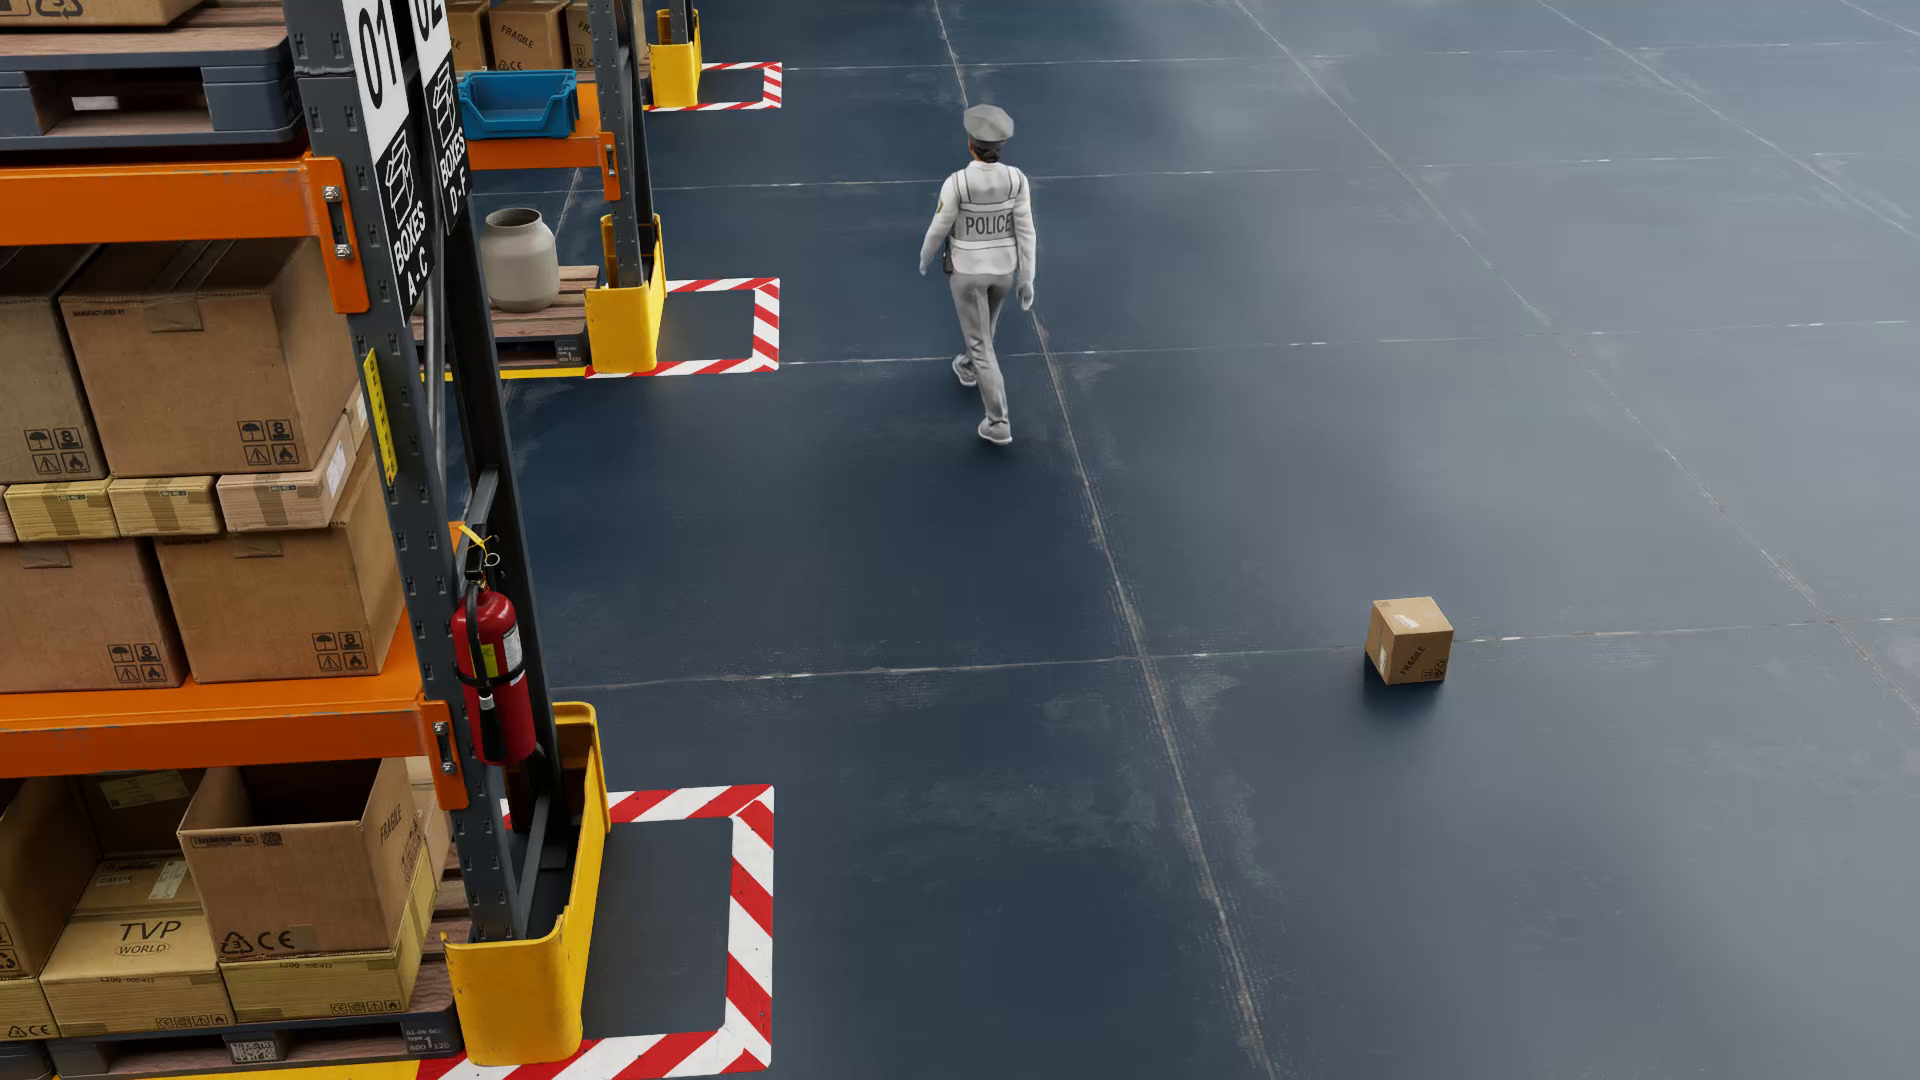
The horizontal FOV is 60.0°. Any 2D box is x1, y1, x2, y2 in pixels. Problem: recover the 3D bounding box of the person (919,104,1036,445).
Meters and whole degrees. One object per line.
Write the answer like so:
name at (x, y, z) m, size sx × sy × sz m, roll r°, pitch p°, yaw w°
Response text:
person at (0.067, -1.392, 8.369) m, size 0.503 × 1.626 × 1.003 m, roll -12°, pitch 33°, yaw -19°
